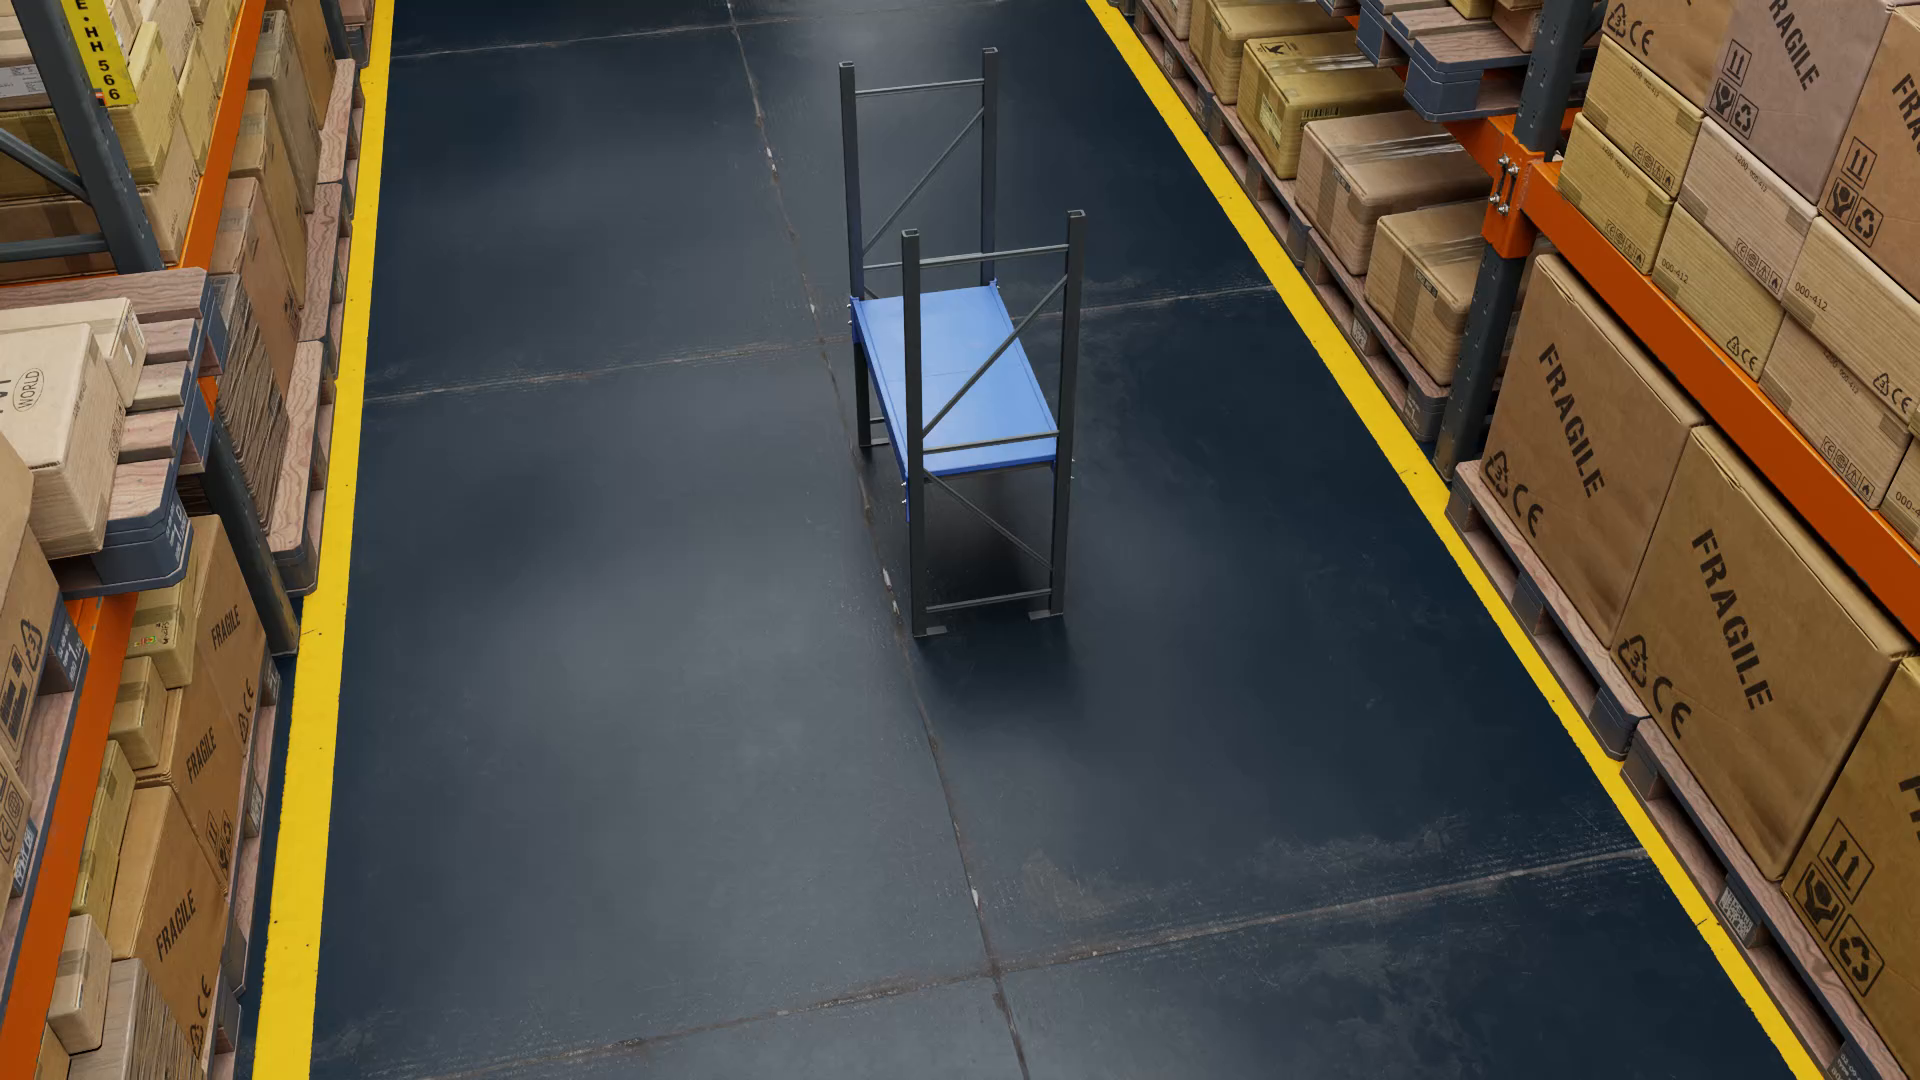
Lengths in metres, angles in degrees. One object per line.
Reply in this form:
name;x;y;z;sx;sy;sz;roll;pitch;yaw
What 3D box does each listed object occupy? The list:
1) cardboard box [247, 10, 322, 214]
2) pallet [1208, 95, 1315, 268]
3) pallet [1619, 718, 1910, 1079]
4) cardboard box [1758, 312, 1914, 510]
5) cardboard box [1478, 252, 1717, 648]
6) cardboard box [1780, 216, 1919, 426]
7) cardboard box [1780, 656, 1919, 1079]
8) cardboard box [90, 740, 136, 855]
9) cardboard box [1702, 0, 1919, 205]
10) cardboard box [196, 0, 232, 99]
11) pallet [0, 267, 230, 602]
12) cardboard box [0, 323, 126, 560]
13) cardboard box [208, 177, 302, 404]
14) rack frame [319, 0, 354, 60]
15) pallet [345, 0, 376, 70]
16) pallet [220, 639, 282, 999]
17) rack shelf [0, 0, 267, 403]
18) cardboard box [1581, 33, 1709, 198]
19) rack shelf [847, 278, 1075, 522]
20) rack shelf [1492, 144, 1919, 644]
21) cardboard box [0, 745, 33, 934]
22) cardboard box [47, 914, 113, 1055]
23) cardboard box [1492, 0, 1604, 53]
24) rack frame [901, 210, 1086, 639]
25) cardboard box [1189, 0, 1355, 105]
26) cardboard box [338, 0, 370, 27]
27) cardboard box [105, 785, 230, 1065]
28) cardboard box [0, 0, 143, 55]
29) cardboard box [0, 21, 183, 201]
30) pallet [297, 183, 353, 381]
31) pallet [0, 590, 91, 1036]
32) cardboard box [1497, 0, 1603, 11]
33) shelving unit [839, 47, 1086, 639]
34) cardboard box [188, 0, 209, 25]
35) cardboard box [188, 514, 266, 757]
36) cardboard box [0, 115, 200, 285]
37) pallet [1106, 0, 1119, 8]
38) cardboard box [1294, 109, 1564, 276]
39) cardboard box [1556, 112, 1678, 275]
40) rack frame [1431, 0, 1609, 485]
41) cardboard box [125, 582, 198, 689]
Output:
cardboard box;-3.205;-1.740;6.923;0.875;0.625;0.625;-9;42;-10
pallet;1.793;-1.686;7.490;1.003;0.211;1.213;-8;42;-9
pallet;2.577;0.921;4.553;1.003;0.211;1.213;-8;42;-9
cardboard box;2.316;-0.352;4.000;0.500;0.250;0.500;-7;42;-8
cardboard box;2.289;-0.336;5.153;0.875;0.875;0.875;-9;42;-10
cardboard box;2.295;-0.540;3.835;0.500;0.250;0.500;-8;42;-9
cardboard box;2.669;0.823;3.848;0.875;0.875;0.875;-7;42;-8
cardboard box;-2.156;0.627;3.862;0.380;0.149;0.250;-7;42;-8
cardboard box;2.205;-1.169;3.979;0.500;0.500;0.500;-8;42;-9
cardboard box;-2.704;-1.645;5.457;0.500;0.250;0.500;-10;42;-11
pallet;-2.410;-0.218;3.881;1.213;0.211;1.003;-8;42;-9
cardboard box;-2.082;-0.183;3.493;0.500;0.250;0.500;-10;43;-11
cardboard box;-2.895;-0.817;5.883;0.875;0.625;0.625;-7;42;-8
rack frame;-3.489;-3.312;7.221;1.000;3.000;0.127;-8;42;-9
pallet;-3.619;-2.791;8.735;1.003;0.211;1.213;-8;42;-9
pallet;-2.501;0.813;4.675;1.003;0.211;1.213;-8;42;-9
rack shelf;-3.057;-1.746;6.000;1.077;0.370;4.000;-8;42;-9
cardboard box;2.089;-1.200;4.578;0.500;0.250;0.500;-9;42;-10
rack shelf;-0.018;-0.482;5.434;0.538;0.185;1.000;-8;42;-9
rack shelf;2.652;0.133;3.883;1.077;0.370;4.000;-8;42;-9
cardboard box;-1.929;0.489;2.548;0.700;0.500;0.500;-9;42;-10
cardboard box;-2.013;0.963;3.483;0.380;0.149;0.250;-10;43;-11
cardboard box;1.920;-1.675;5.250;0.380;0.149;0.250;-7;42;-8
rack frame;0.091;-0.287;4.943;0.500;1.500;0.032;-8;42;-9
cardboard box;1.631;-2.395;7.851;0.950;0.372;0.625;-6;42;-7
cardboard box;-3.270;-2.802;8.402;0.500;0.250;0.500;-8;42;-9
cardboard box;-2.111;0.967;3.968;0.500;0.500;0.500;-7;42;-7
cardboard box;-2.465;-1.421;4.527;0.380;0.149;0.250;-7;42;-8
cardboard box;-2.458;-1.176;4.552;0.500;0.250;0.500;-8;42;-9
pallet;-3.025;-1.005;6.723;1.003;0.211;1.213;-8;42;-9
pallet;-2.201;0.613;2.945;1.003;0.211;1.213;-8;42;-9
cardboard box;1.851;-1.993;5.120;0.500;0.500;0.500;-9;42;-11
shelving unit;-0.018;-0.616;5.314;0.538;1.500;1.048;-8;42;-9
cardboard box;-2.685;-1.839;5.299;0.500;0.250;0.500;-9;42;-10
cardboard box;-2.324;0.302;4.717;0.500;0.500;0.500;-7;42;-8
cardboard box;-2.482;-0.986;4.714;0.500;0.250;0.500;-8;42;-9
pallet;1.178;-3.413;9.436;1.003;0.211;1.213;-8;42;-9
cardboard box;1.941;-1.452;6.789;0.950;0.372;0.625;-9;42;-10
cardboard box;2.081;-1.023;4.756;0.500;0.250;0.500;-9;42;-10
rack frame;2.221;-1.433;5.105;1.000;3.000;0.127;-8;42;-9
cardboard box;-2.182;0.272;4.262;0.380;0.149;0.250;-10;43;-12
